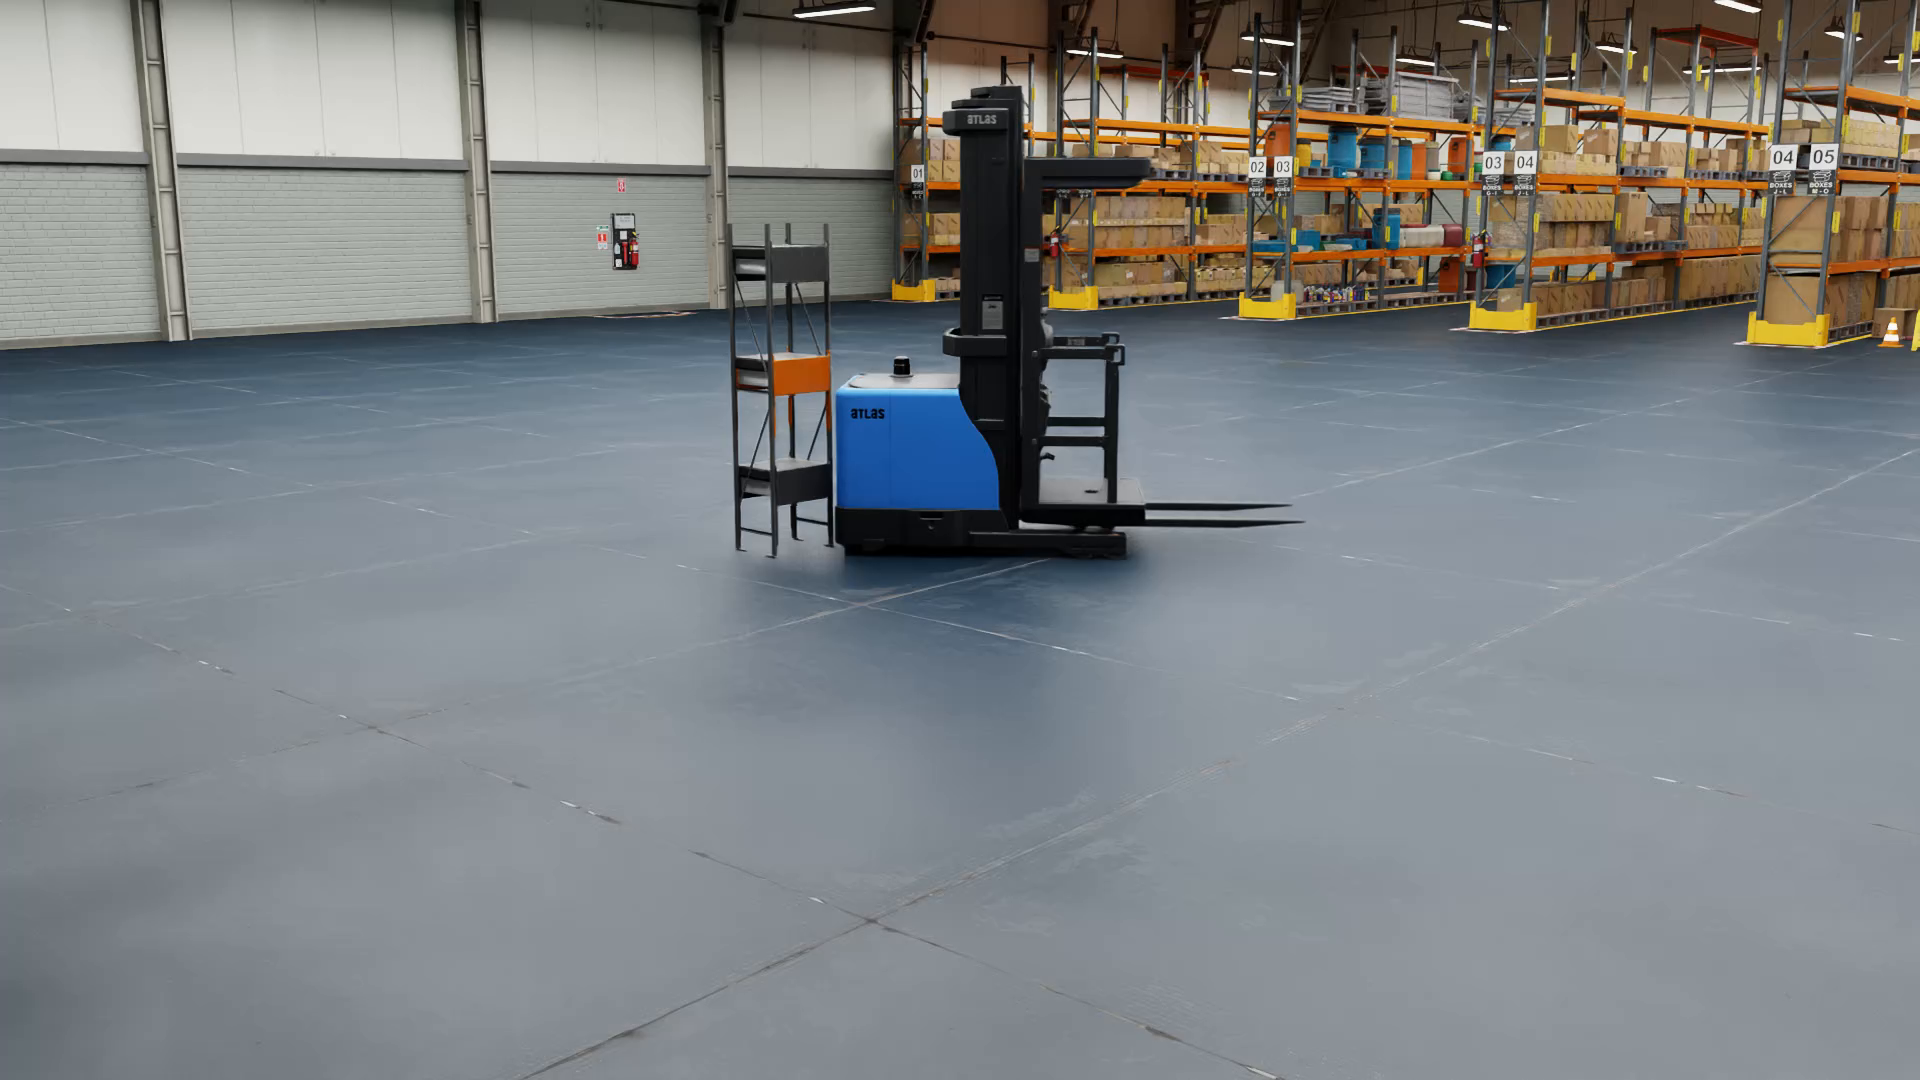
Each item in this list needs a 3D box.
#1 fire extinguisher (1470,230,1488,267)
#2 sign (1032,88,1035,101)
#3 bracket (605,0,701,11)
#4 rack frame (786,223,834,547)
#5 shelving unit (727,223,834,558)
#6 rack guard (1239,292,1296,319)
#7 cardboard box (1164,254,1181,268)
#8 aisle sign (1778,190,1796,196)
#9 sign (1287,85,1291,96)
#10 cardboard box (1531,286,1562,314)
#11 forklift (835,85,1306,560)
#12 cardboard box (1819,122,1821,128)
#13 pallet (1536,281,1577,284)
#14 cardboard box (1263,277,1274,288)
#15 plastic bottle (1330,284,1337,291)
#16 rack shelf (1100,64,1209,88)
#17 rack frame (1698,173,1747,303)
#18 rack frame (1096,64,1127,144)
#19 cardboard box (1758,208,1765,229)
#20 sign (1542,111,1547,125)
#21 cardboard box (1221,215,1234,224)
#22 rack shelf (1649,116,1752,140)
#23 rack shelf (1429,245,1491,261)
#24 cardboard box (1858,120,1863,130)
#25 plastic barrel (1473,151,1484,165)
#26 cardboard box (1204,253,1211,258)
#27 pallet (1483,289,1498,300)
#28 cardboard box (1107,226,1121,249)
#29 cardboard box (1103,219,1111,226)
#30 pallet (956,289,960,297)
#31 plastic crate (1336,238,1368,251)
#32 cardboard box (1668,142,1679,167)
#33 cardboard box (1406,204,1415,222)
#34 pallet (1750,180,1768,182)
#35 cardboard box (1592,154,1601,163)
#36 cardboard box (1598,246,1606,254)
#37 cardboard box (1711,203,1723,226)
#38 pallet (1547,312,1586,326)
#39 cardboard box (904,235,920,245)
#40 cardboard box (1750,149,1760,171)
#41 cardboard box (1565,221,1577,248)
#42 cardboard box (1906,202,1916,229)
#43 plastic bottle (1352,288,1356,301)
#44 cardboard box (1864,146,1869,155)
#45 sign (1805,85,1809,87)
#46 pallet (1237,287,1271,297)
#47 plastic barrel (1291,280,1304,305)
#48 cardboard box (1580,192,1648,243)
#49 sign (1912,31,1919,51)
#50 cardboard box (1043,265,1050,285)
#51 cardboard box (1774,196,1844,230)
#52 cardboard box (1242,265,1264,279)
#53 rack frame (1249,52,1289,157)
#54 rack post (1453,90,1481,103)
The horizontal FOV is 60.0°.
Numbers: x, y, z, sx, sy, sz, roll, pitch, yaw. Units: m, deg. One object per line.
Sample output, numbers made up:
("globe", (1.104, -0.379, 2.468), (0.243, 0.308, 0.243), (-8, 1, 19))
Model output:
("fire extinguisher", (9.558, -5.371, 30.643), (0.296, 0.674, 0.183), (10, 15, 40))
("sign", (1.853, -11.242, 41.936), (0.100, 0.325, 0.005), (10, 15, 40))
("bracket", (-7.050, -10.838, 33.311), (0.076, 0.066, 4.783), (10, 15, 40))
("rack frame", (-0.985, -1.010, 10.907), (0.400, 2.100, 0.015), (10, 15, 42))
("shelving unit", (-1.152, -0.975, 10.733), (0.431, 2.100, 0.503), (10, 15, 42))
("rack guard", (6.274, -4.798, 33.959), (1.175, 0.500, 0.348), (10, 15, 40))
("cardboard box", (5.823, -7.962, 47.830), (0.750, 0.750, 0.750), (10, 15, 42))
("aisle sign", (20.814, -8.967, 41.812), (0.394, 0.787, 0.004), (10, 15, 40))
("sign", (8.241, -11.231, 41.679), (0.100, 0.325, 0.005), (10, 15, 40))
("cardboard box", (11.201, -4.618, 31.986), (0.500, 0.500, 0.500), (-10, 15, -42))
("forklift", (0.731, -1.421, 10.841), (3.031, 2.935, 1.130), (1, 11, 3))
("cardboard box", (14.277, -6.947, 27.953), (0.380, 0.149, 0.250), (10, 15, 41))
("pallet", (16.248, -6.877, 45.105), (1.003, 0.211, 1.213), (10, 15, 40))
("cardboard box", (7.658, -6.574, 42.413), (0.500, 0.250, 0.500), (10, 15, 42))
("plastic bottle", (8.164, -5.428, 36.372), (0.144, 0.351, 0.185), (10, 15, 40))
("rack shelf", (5.419, -12.978, 46.565), (1.077, 0.370, 4.000), (10, 15, 40))
("rack frame", (17.901, -7.132, 39.261), (1.000, 3.000, 0.127), (10, 15, 40))
("rack frame", (4.098, -11.407, 45.346), (1.000, 3.000, 0.127), (10, 15, 40))
("cardboard box", (19.080, -7.758, 40.105), (0.500, 0.500, 0.500), (9, 15, 39))
("sign", (14.593, -10.540, 41.543), (0.100, 0.325, 0.005), (10, 15, 40))
("cardboard box", (7.595, -9.385, 49.774), (0.980, 0.700, 0.700), (9, 15, 39))
("rack shelf", (16.581, -9.231, 37.310), (1.077, 0.370, 4.000), (10, 15, 40))
("rack shelf", (12.860, -7.125, 41.065), (1.077, 0.370, 4.000), (10, 15, 40))
("cardboard box", (14.601, -6.824, 27.337), (0.380, 0.149, 0.250), (10, 15, 41))
("plastic barrel", (12.597, -9.208, 40.576), (0.433, 0.535, 0.433), (0, 11, 0))
("cardboard box", (7.584, -8.569, 50.111), (0.380, 0.149, 0.250), (9, 15, 39))
("pallet", (12.835, -6.117, 41.296), (1.003, 0.211, 1.213), (10, 15, 40))
("cardboard box", (3.202, -6.842, 37.553), (0.700, 0.500, 0.500), (10, 15, 42))
("cardboard box", (3.134, -7.084, 37.110), (0.380, 0.149, 0.250), (9, 15, 39))
("pallet", (0.236, -6.225, 41.840), (1.003, 0.211, 1.213), (10, 15, 40))
("plastic crate", (8.373, -6.325, 35.598), (0.499, 0.251, 0.616), (10, 15, 40))
("cardboard box", (14.803, -8.129, 35.064), (0.500, 0.500, 0.500), (10, 15, 40))
("cardboard box", (12.683, -9.366, 47.637), (0.500, 0.500, 0.500), (10, 15, 42))
("pallet", (20.060, -9.038, 41.369), (1.003, 0.211, 1.213), (10, 15, 40))
("cardboard box", (12.114, -7.343, 32.025), (0.380, 0.149, 0.250), (9, 15, 39))
("cardboard box", (12.527, -5.727, 32.866), (0.380, 0.149, 0.250), (10, 15, 40))
("cardboard box", (17.024, -7.479, 38.179), (0.797, 0.503, 0.637), (10, 15, 41))
("pallet", (11.398, -4.304, 32.221), (1.003, 0.211, 1.213), (10, 15, 40))
("cardboard box", (-1.020, -7.318, 40.524), (0.500, 0.250, 0.500), (10, 15, 41))
("cardboard box", (18.731, -9.109, 39.915), (0.700, 0.500, 0.500), (11, 16, 43))
("cardboard box", (11.305, -5.868, 31.917), (0.875, 0.500, 0.500), (10, 15, 40))
("cardboard box", (17.609, -6.136, 31.468), (0.700, 0.500, 0.500), (10, 15, 40))
("plastic bottle", (8.488, -5.290, 35.848), (0.133, 0.283, 0.061), (-11, 16, -44))
("cardboard box", (14.939, -6.508, 27.791), (0.380, 0.149, 0.250), (10, 15, 40))
("sign", (20.940, -11.087, 41.159), (0.100, 0.325, 0.005), (10, 15, 40))
("pallet", (7.249, -6.341, 42.422), (1.003, 0.211, 1.213), (10, 15, 40))
("plastic barrel", (6.967, -5.173, 34.734), (0.421, 0.512, 0.421), (0, 11, 0))
("cardboard box", (13.250, -6.554, 33.763), (1.000, 1.000, 1.000), (10, 15, 41))
("sign", (16.680, -8.701, 29.011), (0.100, 0.325, 0.005), (10, 15, 40))
("cardboard box", (1.931, -6.977, 43.742), (0.700, 0.500, 0.500), (10, 15, 42))
("cardboard box", (13.913, -5.363, 27.264), (0.875, 0.550, 0.550), (10, 15, 40))
("cardboard box", (7.323, -6.771, 41.971), (0.500, 0.311, 0.500), (9, 15, 39))
("rack frame", (7.822, -10.767, 42.143), (1.000, 3.000, 0.127), (10, 15, 40))
("rack post", (11.981, -10.506, 39.520), (0.624, 0.289, 0.986), (10, 15, 40))
